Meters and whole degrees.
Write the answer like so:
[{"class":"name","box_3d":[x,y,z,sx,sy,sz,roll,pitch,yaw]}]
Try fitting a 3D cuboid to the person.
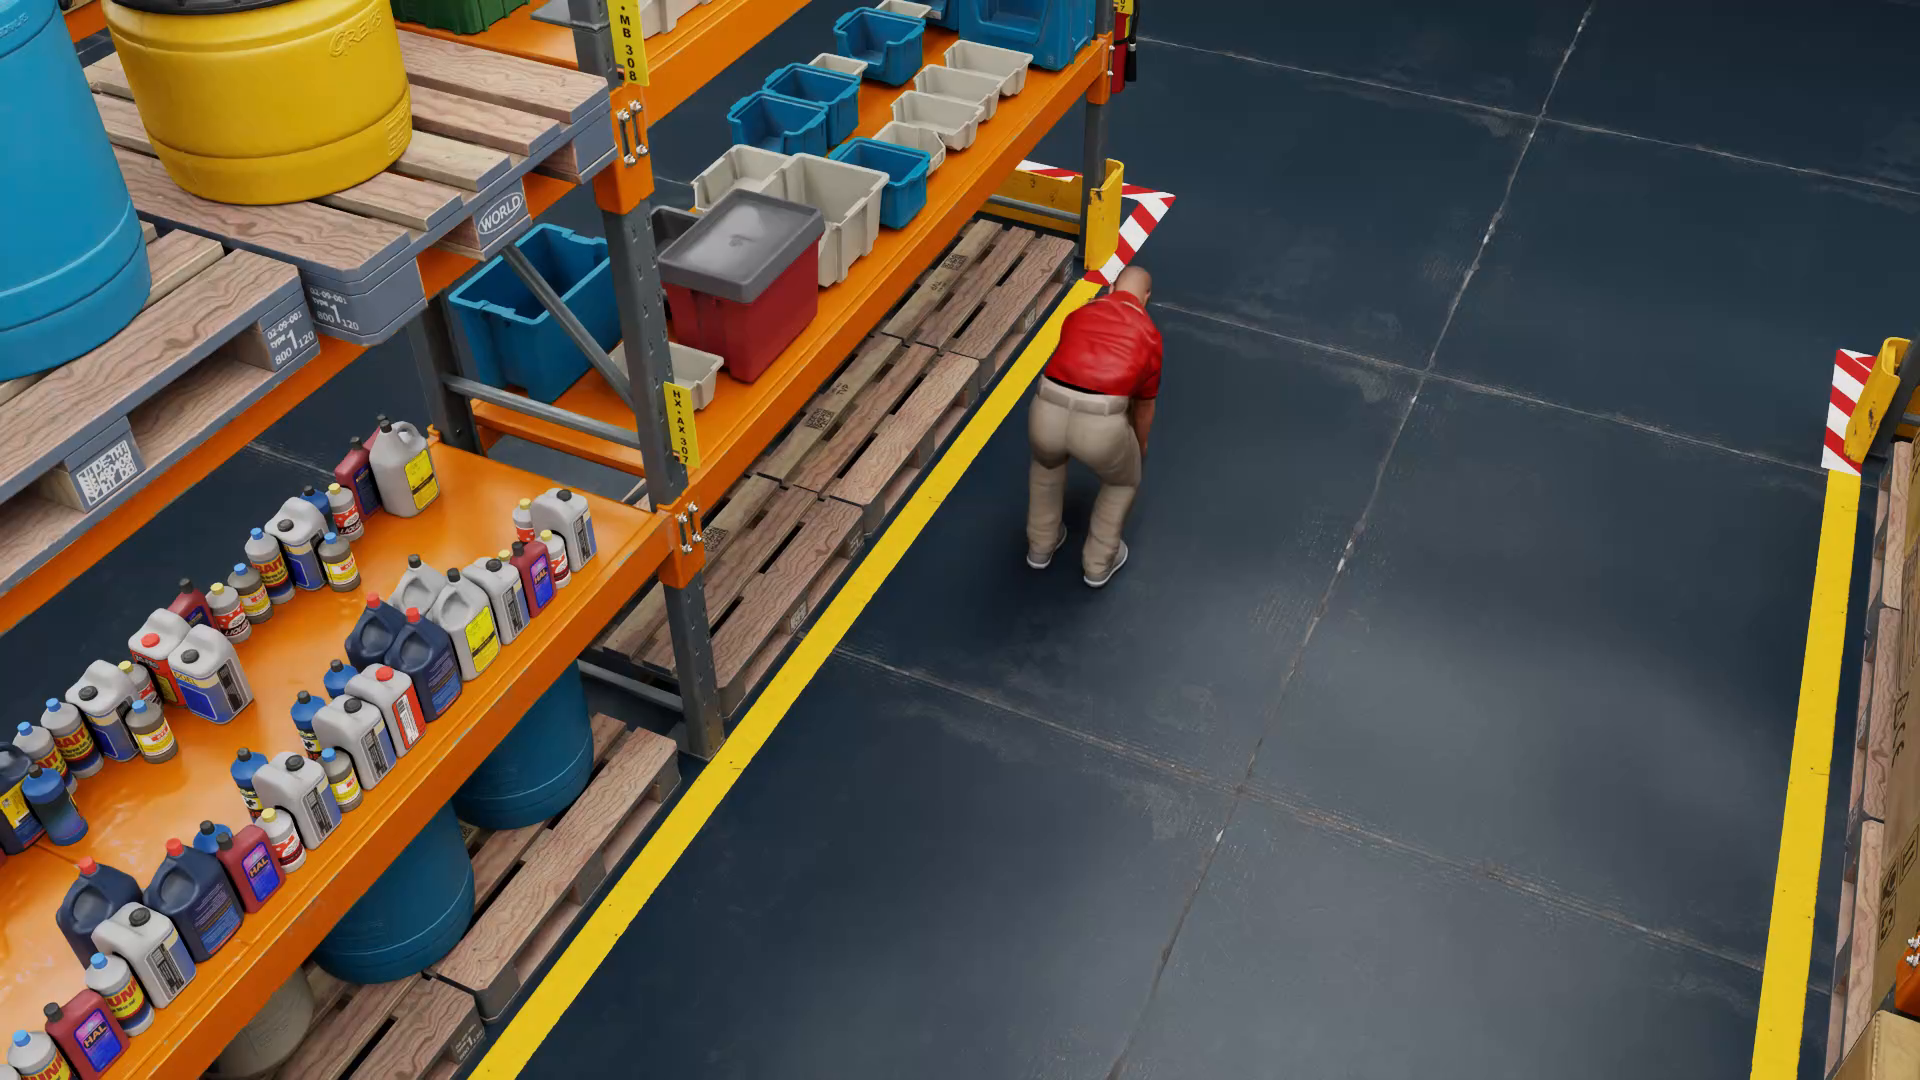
[{"class":"person","box_3d":[0.485,-0.554,6.792,0.589,1.725,0.383,15,44,17]}]
